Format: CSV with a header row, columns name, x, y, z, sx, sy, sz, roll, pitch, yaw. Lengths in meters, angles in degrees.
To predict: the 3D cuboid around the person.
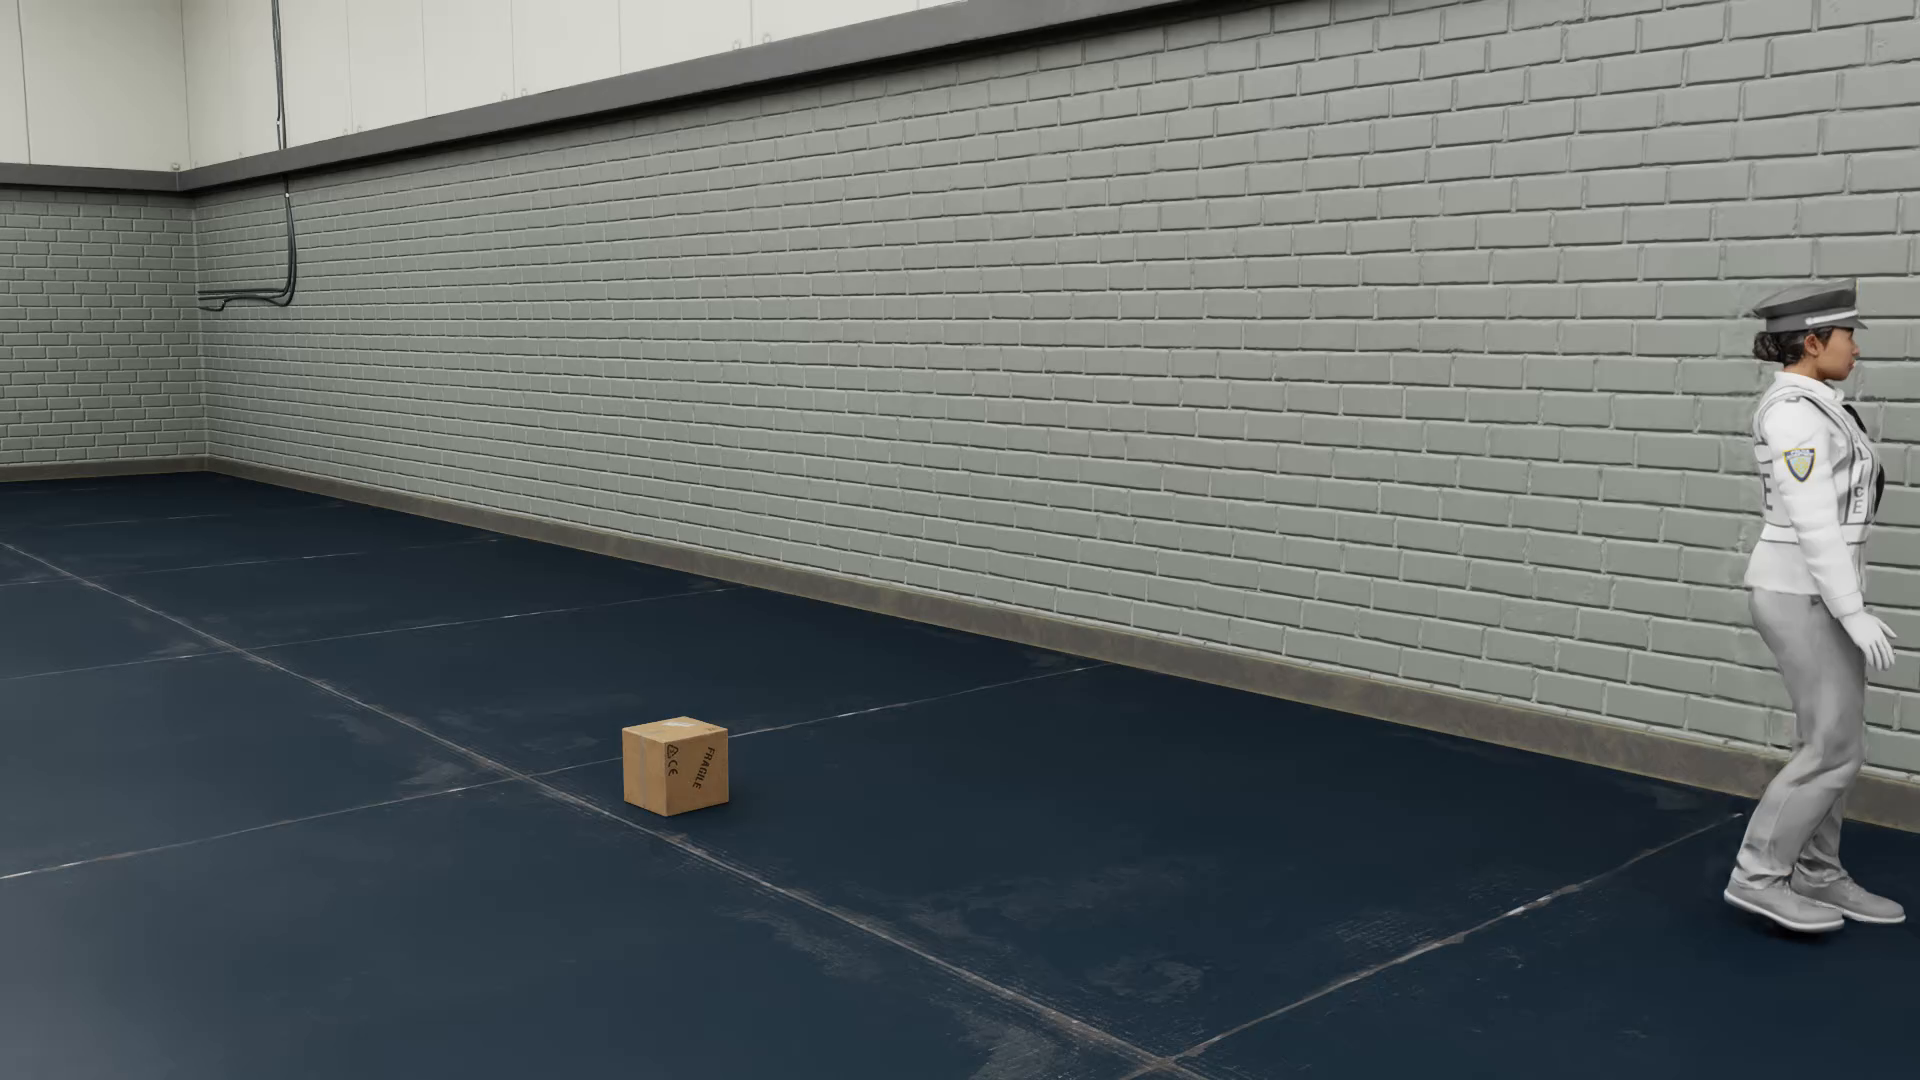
name,x,y,z,sx,sy,sz,roll,pitch,yaw
person,2.245,0.179,4.296,0.448,1.696,0.520,4,9,30
